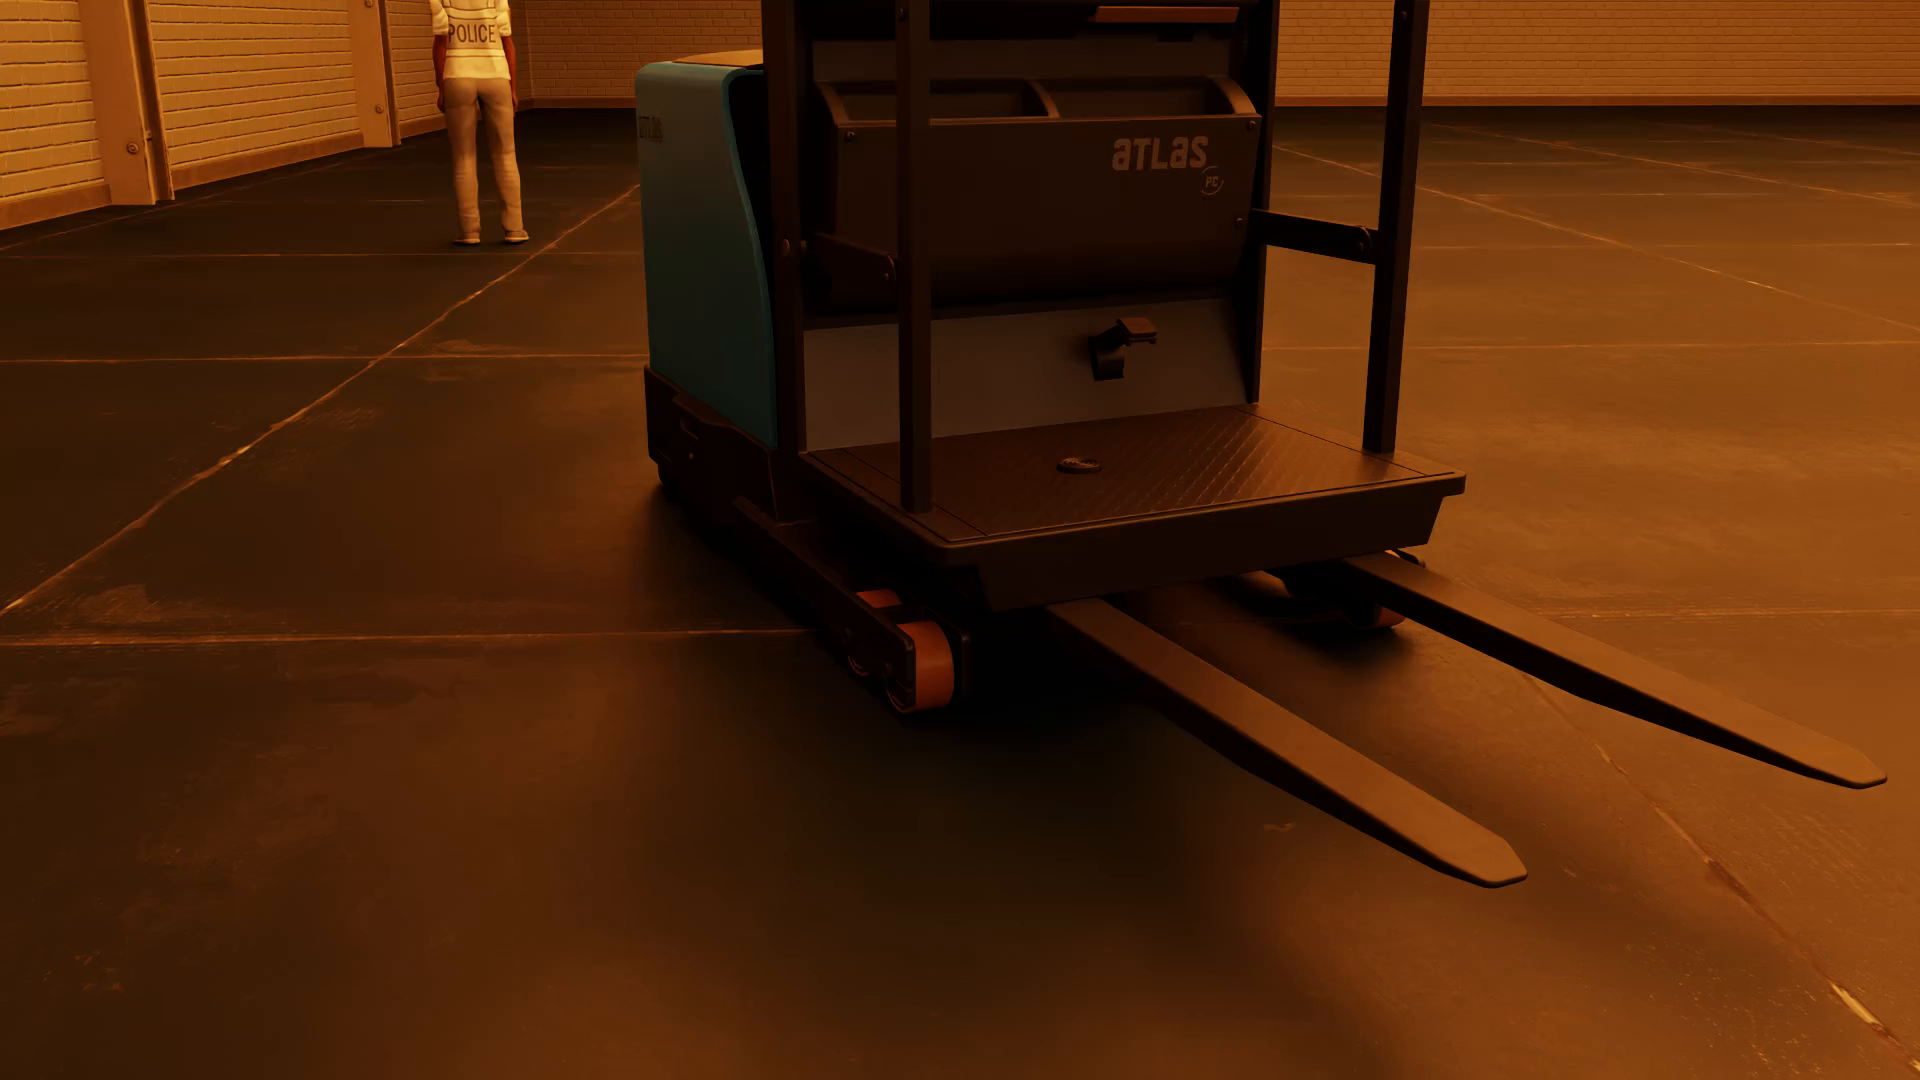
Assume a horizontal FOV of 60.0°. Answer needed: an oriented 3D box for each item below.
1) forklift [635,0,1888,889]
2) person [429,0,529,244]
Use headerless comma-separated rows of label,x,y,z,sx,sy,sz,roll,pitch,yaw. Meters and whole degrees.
forklift,0.258,-1.240,2.962,1.130,2.935,3.031,-8,19,-24
person,-2.665,-2.489,9.183,0.444,1.684,0.337,-6,18,-18
